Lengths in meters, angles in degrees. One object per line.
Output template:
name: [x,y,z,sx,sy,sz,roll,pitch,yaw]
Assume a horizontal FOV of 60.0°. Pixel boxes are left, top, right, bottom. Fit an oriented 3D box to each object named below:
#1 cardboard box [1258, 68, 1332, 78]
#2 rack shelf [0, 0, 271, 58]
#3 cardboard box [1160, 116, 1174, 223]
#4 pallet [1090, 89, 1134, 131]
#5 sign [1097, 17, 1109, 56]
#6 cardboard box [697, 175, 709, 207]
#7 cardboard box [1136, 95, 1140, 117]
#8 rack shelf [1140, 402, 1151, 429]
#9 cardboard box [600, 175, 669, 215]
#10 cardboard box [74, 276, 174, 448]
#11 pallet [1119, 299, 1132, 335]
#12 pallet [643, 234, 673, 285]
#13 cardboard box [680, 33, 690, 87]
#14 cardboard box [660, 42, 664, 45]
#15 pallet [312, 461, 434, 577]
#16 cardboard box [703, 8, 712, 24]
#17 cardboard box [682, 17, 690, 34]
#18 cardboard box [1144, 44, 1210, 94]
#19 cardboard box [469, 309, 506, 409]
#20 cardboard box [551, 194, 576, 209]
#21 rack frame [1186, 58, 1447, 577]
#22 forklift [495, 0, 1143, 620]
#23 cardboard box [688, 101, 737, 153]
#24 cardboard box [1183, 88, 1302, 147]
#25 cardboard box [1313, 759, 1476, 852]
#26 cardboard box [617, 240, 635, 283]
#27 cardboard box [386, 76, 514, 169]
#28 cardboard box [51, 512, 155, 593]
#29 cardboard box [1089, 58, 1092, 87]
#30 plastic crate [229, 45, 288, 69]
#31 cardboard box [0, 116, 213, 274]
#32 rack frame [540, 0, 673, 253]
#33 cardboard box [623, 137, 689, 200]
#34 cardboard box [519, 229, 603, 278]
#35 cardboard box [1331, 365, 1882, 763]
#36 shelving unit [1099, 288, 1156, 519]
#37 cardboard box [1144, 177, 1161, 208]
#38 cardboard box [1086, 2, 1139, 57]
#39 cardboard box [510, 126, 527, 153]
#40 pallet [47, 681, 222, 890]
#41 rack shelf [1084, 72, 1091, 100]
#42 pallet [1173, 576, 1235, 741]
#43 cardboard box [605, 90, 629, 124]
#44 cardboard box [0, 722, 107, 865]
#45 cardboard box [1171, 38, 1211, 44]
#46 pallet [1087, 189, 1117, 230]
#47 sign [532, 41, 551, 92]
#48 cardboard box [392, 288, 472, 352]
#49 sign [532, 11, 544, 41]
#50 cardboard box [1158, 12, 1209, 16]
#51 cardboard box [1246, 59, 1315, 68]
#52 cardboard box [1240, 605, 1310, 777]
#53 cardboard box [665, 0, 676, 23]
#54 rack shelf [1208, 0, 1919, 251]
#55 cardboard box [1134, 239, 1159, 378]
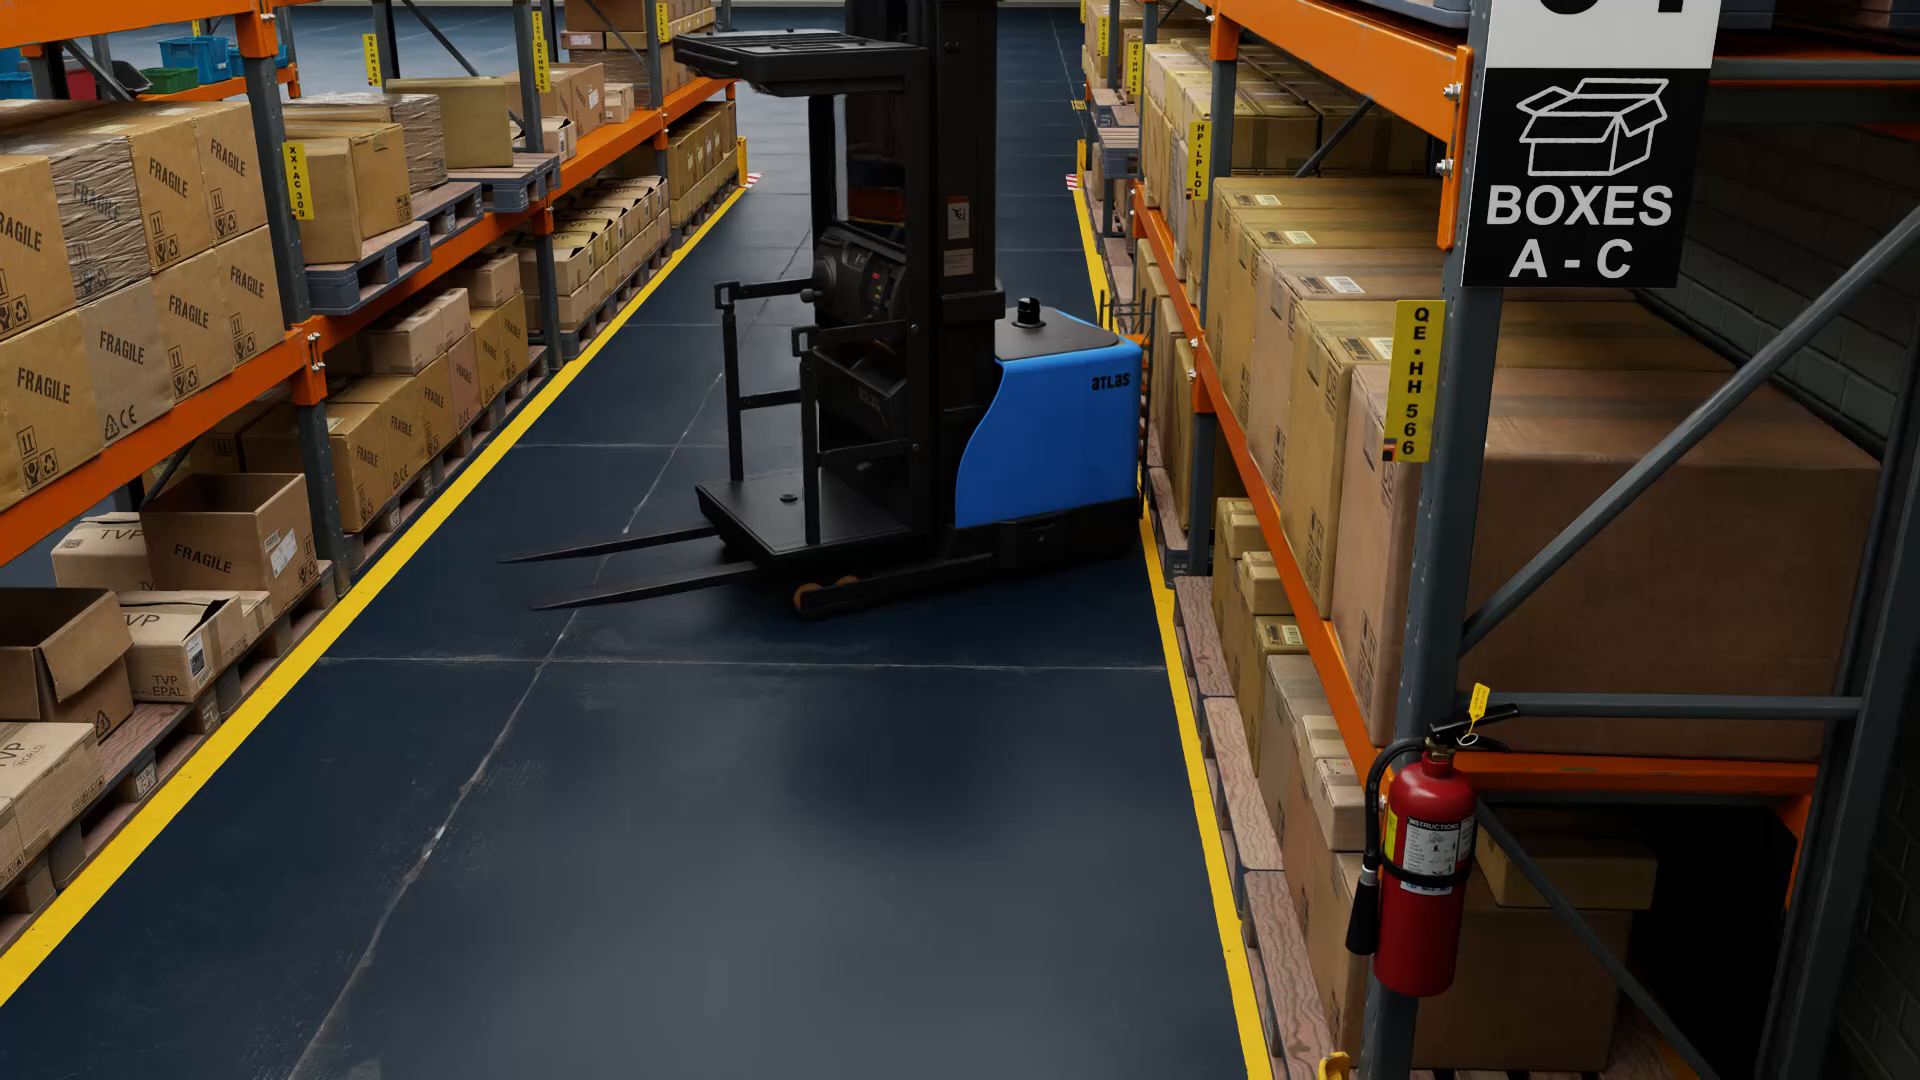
cardboard box: [1.866,-2.359,8.849,0.500,0.250,0.500,0,21,0]
rack shelf: [-3.461,-1.486,5.059,1.077,0.370,4.000,1,21,2]
cardboard box: [1.353,-2.004,8.969,0.500,0.500,0.500,1,21,3]
pallet: [1.626,-3.621,13.979,1.003,0.211,1.213,1,21,2]
sign: [1.253,-4.392,14.504,0.100,0.325,0.005,1,21,2]
cardboard box: [-2.799,-3.478,16.566,0.500,0.250,0.500,1,21,2]
cardboard box: [1.693,-3.411,12.428,0.700,0.500,0.500,1,21,2]
rack shelf: [0.843,-0.652,8.663,0.258,0.103,0.180,-3,23,-10]
cardboard box: [-2.882,-3.064,14.724,0.500,0.311,0.500,1,21,2]
cardboard box: [-3.186,-0.637,5.885,0.500,0.500,0.500,1,21,3]
pallet: [1.699,-1.521,12.158,1.003,0.211,1.213,1,21,2]
pallet: [-3.140,-2.471,14.606,1.003,0.211,1.213,1,21,2]
cardboard box: [-3.106,-4.803,16.622,0.700,0.500,0.500,1,21,3]
cardboard box: [-2.941,-4.666,15.374,0.380,0.149,0.250,0,21,0]
pallet: [-3.413,-0.140,8.598,1.003,0.211,1.213,1,21,2]
cardboard box: [-2.862,-5.599,17.776,0.380,0.149,0.250,1,21,3]
cardboard box: [-2.901,-5.132,16.575,0.380,0.149,0.250,0,21,1]
cardboard box: [1.401,-2.911,10.272,0.500,0.250,0.500,1,21,3]
cardboard box: [-3.088,-1.104,10.074,0.500,0.500,0.500,0,21,0]
cardboard box: [-3.453,-2.699,13.783,0.500,0.311,0.500,0,21,0]
rack frame: [1.552,-1.093,7.198,1.000,3.000,0.127,1,21,2]
forklift: [-0.653,-1.218,7.617,3.031,2.935,1.130,-11,24,-25]
cardboard box: [-2.754,-4.551,18.295,0.500,0.500,0.500,1,21,2]
cardboard box: [1.335,-1.993,7.905,0.500,0.250,0.500,1,21,3]
cardboard box: [1.173,0.718,4.509,0.380,0.149,0.250,0,21,1]
cardboard box: [-2.928,-2.247,13.394,0.500,0.250,0.500,1,21,3]
cardboard box: [-3.185,-2.605,10.378,0.700,0.500,0.500,-7,22,-16]
cardboard box: [-3.629,0.052,7.357,0.500,0.311,0.500,1,21,2]
cardboard box: [1.544,-4.643,16.528,0.500,0.250,0.500,1,21,2]
plastic crate: [-7.702,-5.287,18.213,0.499,0.251,0.616,1,21,2]
cardboard box: [-3.169,-1.287,6.180,0.500,0.500,0.500,0,21,1]
rack frame: [-3.156,-4.038,14.790,1.000,3.000,0.127,1,21,2]
cardboard box: [-2.829,-3.466,15.499,0.500,0.500,0.500,1,21,2]
cardboard box: [-2.961,-2.143,12.352,0.500,0.311,0.500,0,21,0]
cardboard box: [1.436,0.029,3.892,0.980,0.700,0.700,2,21,4]
shelving unit: [0.843,-0.693,8.646,0.258,1.200,0.189,-3,23,-10]
cardboard box: [1.323,-2.128,10.187,0.380,0.149,0.250,1,21,3]
cardboard box: [1.555,-5.186,16.890,0.500,0.500,0.500,0,21,0]
cardboard box: [-3.223,-2.681,11.416,0.500,0.311,0.500,2,21,5]
pallet: [-3.456,0.845,6.060,1.003,0.211,1.213,1,21,2]
rack shelf: [1.856,-4.373,16.647,1.077,0.370,4.000,1,21,2]
pallet: [1.450,0.482,6.996,1.003,0.211,1.213,1,21,2]
cardboard box: [-3.000,-3.656,13.989,0.396,0.266,0.258,0,21,0]
cardboard box: [-3.191,0.822,5.456,0.500,0.250,0.500,1,21,2]
cardboard box: [1.649,-3.334,11.333,0.380,0.149,0.250,-3,21,-7]
pallet: [1.815,-3.371,16.924,1.003,0.211,1.213,1,21,2]
sign: [-2.735,-3.092,10.861,0.100,0.325,0.005,1,21,2]
cardboard box: [-3.096,-1.250,9.415,0.500,0.250,0.500,0,21,1]
sign: [-3.711,-4.484,14.633,0.100,0.325,0.005,1,21,2]
cardboard box: [2.038,-4.629,15.455,0.500,0.500,0.500,1,21,1]
cardboard box: [1.881,-2.543,9.324,0.500,0.250,0.500,0,21,0]
cardboard box: [1.390,0.513,5.934,0.700,0.500,0.500,1,21,3]
cardboard box: [-3.119,-5.214,15.888,0.700,0.500,0.500,1,21,2]
rack shelf: [1.491,-1.432,4.922,1.077,0.370,4.000,1,21,2]
cardboard box: [1.520,-1.468,10.557,0.750,0.750,0.750,0,21,1]
